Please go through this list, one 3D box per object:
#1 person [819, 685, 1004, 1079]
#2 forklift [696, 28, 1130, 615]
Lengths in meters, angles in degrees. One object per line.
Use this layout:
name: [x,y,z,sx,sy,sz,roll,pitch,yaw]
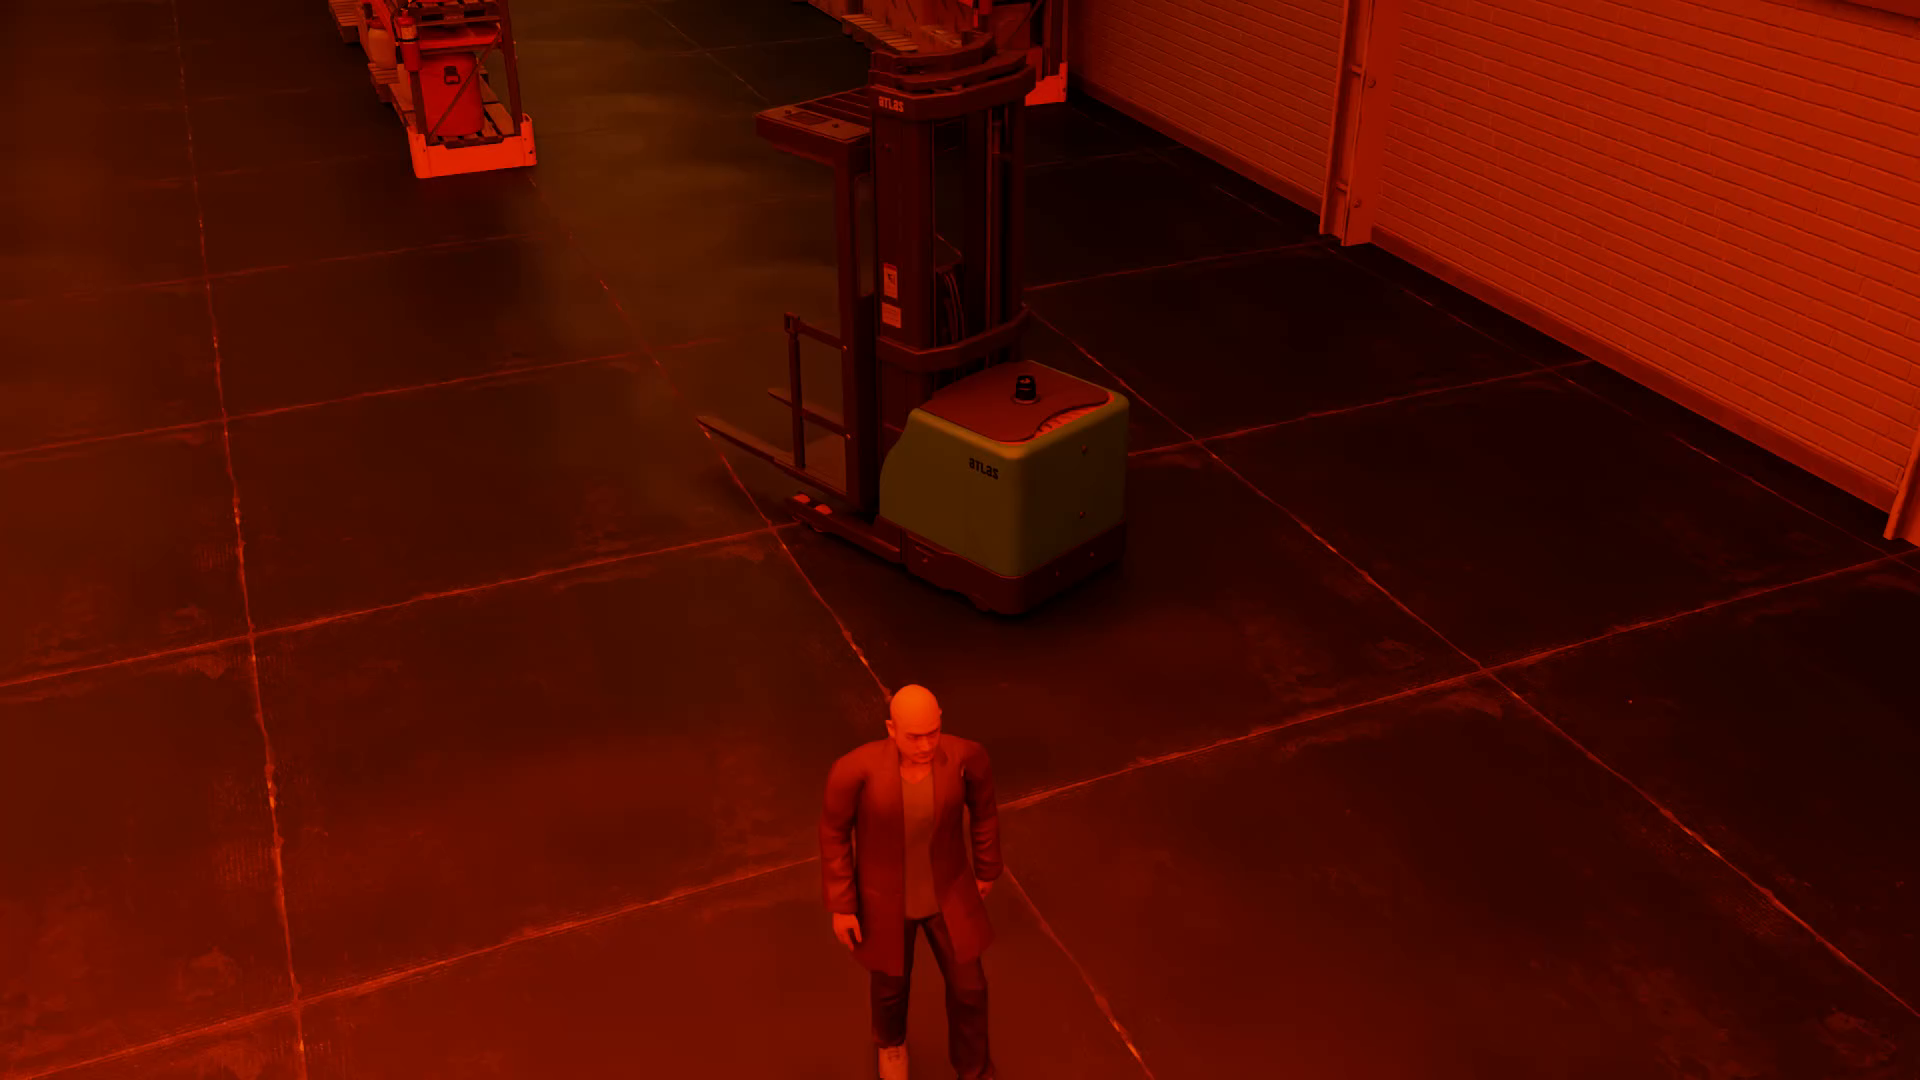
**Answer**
person: [-0.148,1.338,6.014,0.682,1.821,0.593,-6,30,-11]
forklift: [-0.436,-1.483,9.714,3.031,2.935,1.130,26,39,37]
